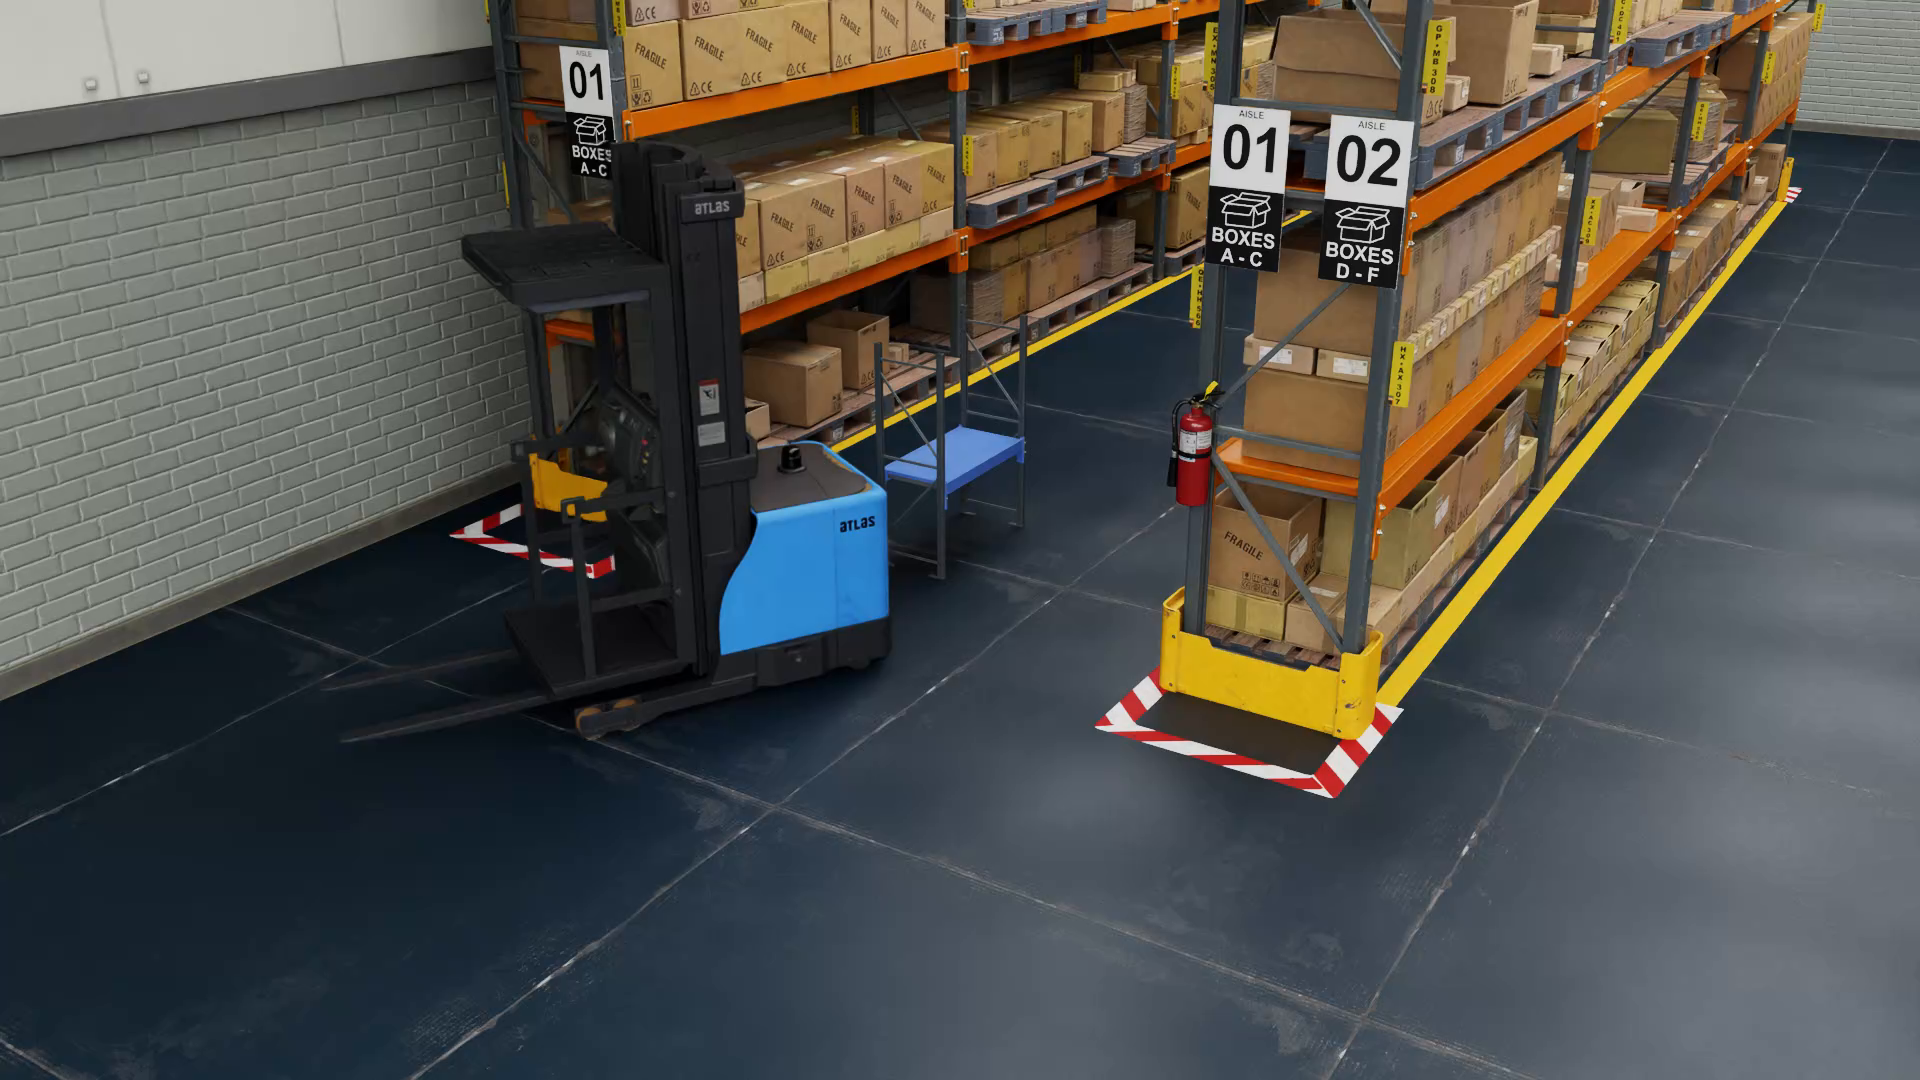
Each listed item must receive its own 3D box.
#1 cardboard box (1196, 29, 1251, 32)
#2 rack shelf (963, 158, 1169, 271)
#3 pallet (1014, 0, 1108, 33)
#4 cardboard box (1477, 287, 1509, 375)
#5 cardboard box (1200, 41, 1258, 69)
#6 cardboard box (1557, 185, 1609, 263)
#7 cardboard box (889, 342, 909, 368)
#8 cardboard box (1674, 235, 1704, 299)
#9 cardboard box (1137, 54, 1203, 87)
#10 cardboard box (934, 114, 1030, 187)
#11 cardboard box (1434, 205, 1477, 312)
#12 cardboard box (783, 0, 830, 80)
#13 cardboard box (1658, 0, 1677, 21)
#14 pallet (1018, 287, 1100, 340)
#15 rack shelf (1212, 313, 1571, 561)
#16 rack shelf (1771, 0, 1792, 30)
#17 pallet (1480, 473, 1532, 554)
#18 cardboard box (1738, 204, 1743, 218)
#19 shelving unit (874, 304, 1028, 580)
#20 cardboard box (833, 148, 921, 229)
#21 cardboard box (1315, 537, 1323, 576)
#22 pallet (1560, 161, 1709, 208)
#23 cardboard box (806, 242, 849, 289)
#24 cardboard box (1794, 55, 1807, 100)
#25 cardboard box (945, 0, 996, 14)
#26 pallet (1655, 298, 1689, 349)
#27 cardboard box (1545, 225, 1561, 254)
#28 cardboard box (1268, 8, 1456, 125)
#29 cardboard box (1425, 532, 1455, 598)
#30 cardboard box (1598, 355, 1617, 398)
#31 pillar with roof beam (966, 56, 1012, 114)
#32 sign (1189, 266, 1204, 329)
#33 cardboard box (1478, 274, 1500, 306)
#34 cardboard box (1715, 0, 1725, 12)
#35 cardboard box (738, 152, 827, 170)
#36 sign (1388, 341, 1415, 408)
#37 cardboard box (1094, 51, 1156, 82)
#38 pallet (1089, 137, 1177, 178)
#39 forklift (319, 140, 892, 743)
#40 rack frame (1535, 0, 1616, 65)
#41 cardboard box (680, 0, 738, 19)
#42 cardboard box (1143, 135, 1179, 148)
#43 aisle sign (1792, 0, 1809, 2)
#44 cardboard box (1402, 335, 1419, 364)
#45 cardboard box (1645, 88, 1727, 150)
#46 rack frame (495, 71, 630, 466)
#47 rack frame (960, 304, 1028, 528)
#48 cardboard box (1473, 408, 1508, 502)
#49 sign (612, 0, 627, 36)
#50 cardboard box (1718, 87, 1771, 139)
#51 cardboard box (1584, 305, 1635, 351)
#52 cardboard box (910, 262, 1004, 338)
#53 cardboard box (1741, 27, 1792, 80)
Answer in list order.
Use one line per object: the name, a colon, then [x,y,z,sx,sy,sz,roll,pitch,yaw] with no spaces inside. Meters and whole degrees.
cardboard box: [3.081,-5.840,19.496,0.500,0.250,0.500,14,27,30]
rack shelf: [0.651,-3.228,15.837,1.077,0.370,4.000,14,27,29]
pallet: [0.556,-4.710,14.816,1.213,0.211,1.003,14,27,29]
cardboard box: [3.037,-1.393,10.567,0.700,0.500,0.500,14,27,30]
cardboard box: [2.972,-5.393,18.462,0.500,0.250,0.500,13,27,28]
cardboard box: [4.767,-2.495,13.111,0.500,0.500,0.500,14,27,29]
cardboard box: [-0.661,-1.598,14.178,0.380,0.166,0.250,10,25,22]
cardboard box: [6.939,-2.691,16.283,0.500,0.500,0.500,13,27,28]
cardboard box: [2.180,-4.878,17.273,0.500,0.250,0.500,15,27,30]
cardboard box: [0.194,-3.483,14.840,0.700,0.500,0.500,17,29,34]
cardboard box: [2.519,-1.659,9.548,0.700,0.500,0.500,14,27,29]
cardboard box: [-1.277,-3.560,11.772,0.500,0.500,0.500,16,28,32]
cardboard box: [5.464,-4.351,13.410,0.500,0.250,0.500,15,27,30]
pallet: [0.648,-2.280,16.251,1.003,0.211,1.213,14,27,29]
rack shelf: [2.751,-0.841,10.323,1.077,0.370,4.000,14,27,29]
rack shelf: [9.081,-6.268,19.083,1.077,0.370,4.000,14,27,29]
pallet: [3.351,-0.307,11.694,1.003,0.211,1.213,14,27,29]
cardboard box: [8.879,-3.838,19.354,0.380,0.166,0.250,14,27,29]
shelving unit: [-0.045,-0.659,10.886,0.538,1.500,1.048,14,27,29]
cardboard box: [-0.649,-2.774,13.101,0.500,0.500,0.500,14,27,29]
cardboard box: [1.982,0.159,10.040,0.500,0.250,0.500,14,27,29]
pallet: [6.214,-3.352,15.458,1.213,0.211,1.003,14,27,29]
cardboard box: [-1.183,-2.091,12.467,0.500,0.250,0.500,14,27,29]
cardboard box: [10.131,-5.734,20.594,0.500,0.500,0.500,15,27,31]
cardboard box: [-0.048,-4.666,13.823,0.500,0.500,0.500,18,30,36]
pallet: [6.342,-2.161,15.976,1.003,0.211,1.213,14,27,29]
cardboard box: [3.845,-2.053,11.275,0.380,0.149,0.250,14,27,29]
cardboard box: [2.003,-2.370,8.339,0.797,0.503,0.637,16,28,33]
cardboard box: [2.693,0.100,10.175,0.500,0.250,0.500,14,27,29]
cardboard box: [5.040,-1.381,13.596,0.500,0.250,0.500,14,27,30]
pillar with roof beam: [3.943,-5.827,13.382,9.100,9.000,0.400,14,27,29]
sign: [1.243,-1.255,8.617,0.100,0.325,0.005,14,27,29]
cardboard box: [3.036,-1.535,10.077,0.380,0.149,0.250,15,28,31]
cardboard box: [6.387,-4.945,14.996,0.910,0.500,0.500,14,27,29]
cardboard box: [-1.373,-2.712,12.959,0.500,0.500,0.500,15,27,30]
sign: [2.165,-0.812,8.160,0.100,0.325,0.005,14,27,29]
cardboard box: [1.725,-4.976,17.500,0.500,0.250,0.500,15,27,30]
pallet: [1.420,-3.882,16.684,1.213,0.211,1.003,14,27,29]
forklift: [-1.936,-0.528,8.780,3.031,2.935,1.130,-12,26,-26]
rack frame: [3.806,-4.599,10.547,1.000,3.000,0.127,14,27,29]
cardboard box: [-1.797,-3.661,10.747,0.500,0.500,0.500,14,27,28]
cardboard box: [2.076,-4.190,17.443,0.380,0.149,0.250,13,27,28]
aisle sign: [10.432,-7.048,20.483,0.394,0.787,0.004,14,27,29]
cardboard box: [2.223,-1.017,8.881,0.380,0.149,0.250,13,27,28]
cardboard box: [7.147,-4.176,16.466,0.700,0.500,0.500,7,24,16]
rack frame: [-2.514,-1.533,11.016,1.000,3.000,0.127,14,27,29]
rack frame: [0.223,-0.831,11.282,0.500,1.500,0.032,14,27,29]
cardboard box: [3.213,-0.583,10.810,0.500,0.500,0.500,14,27,29]
sign: [-2.053,-3.197,9.984,0.100,0.325,0.005,14,27,29]
cardboard box: [8.526,-4.707,18.222,0.500,0.500,0.500,15,27,30]
cardboard box: [5.312,-1.810,13.881,0.500,0.311,0.500,14,27,29]
cardboard box: [-0.030,-2.190,15.125,0.700,0.500,0.500,15,28,31]
cardboard box: [9.057,-5.499,18.792,0.500,0.500,0.500,13,27,27]
